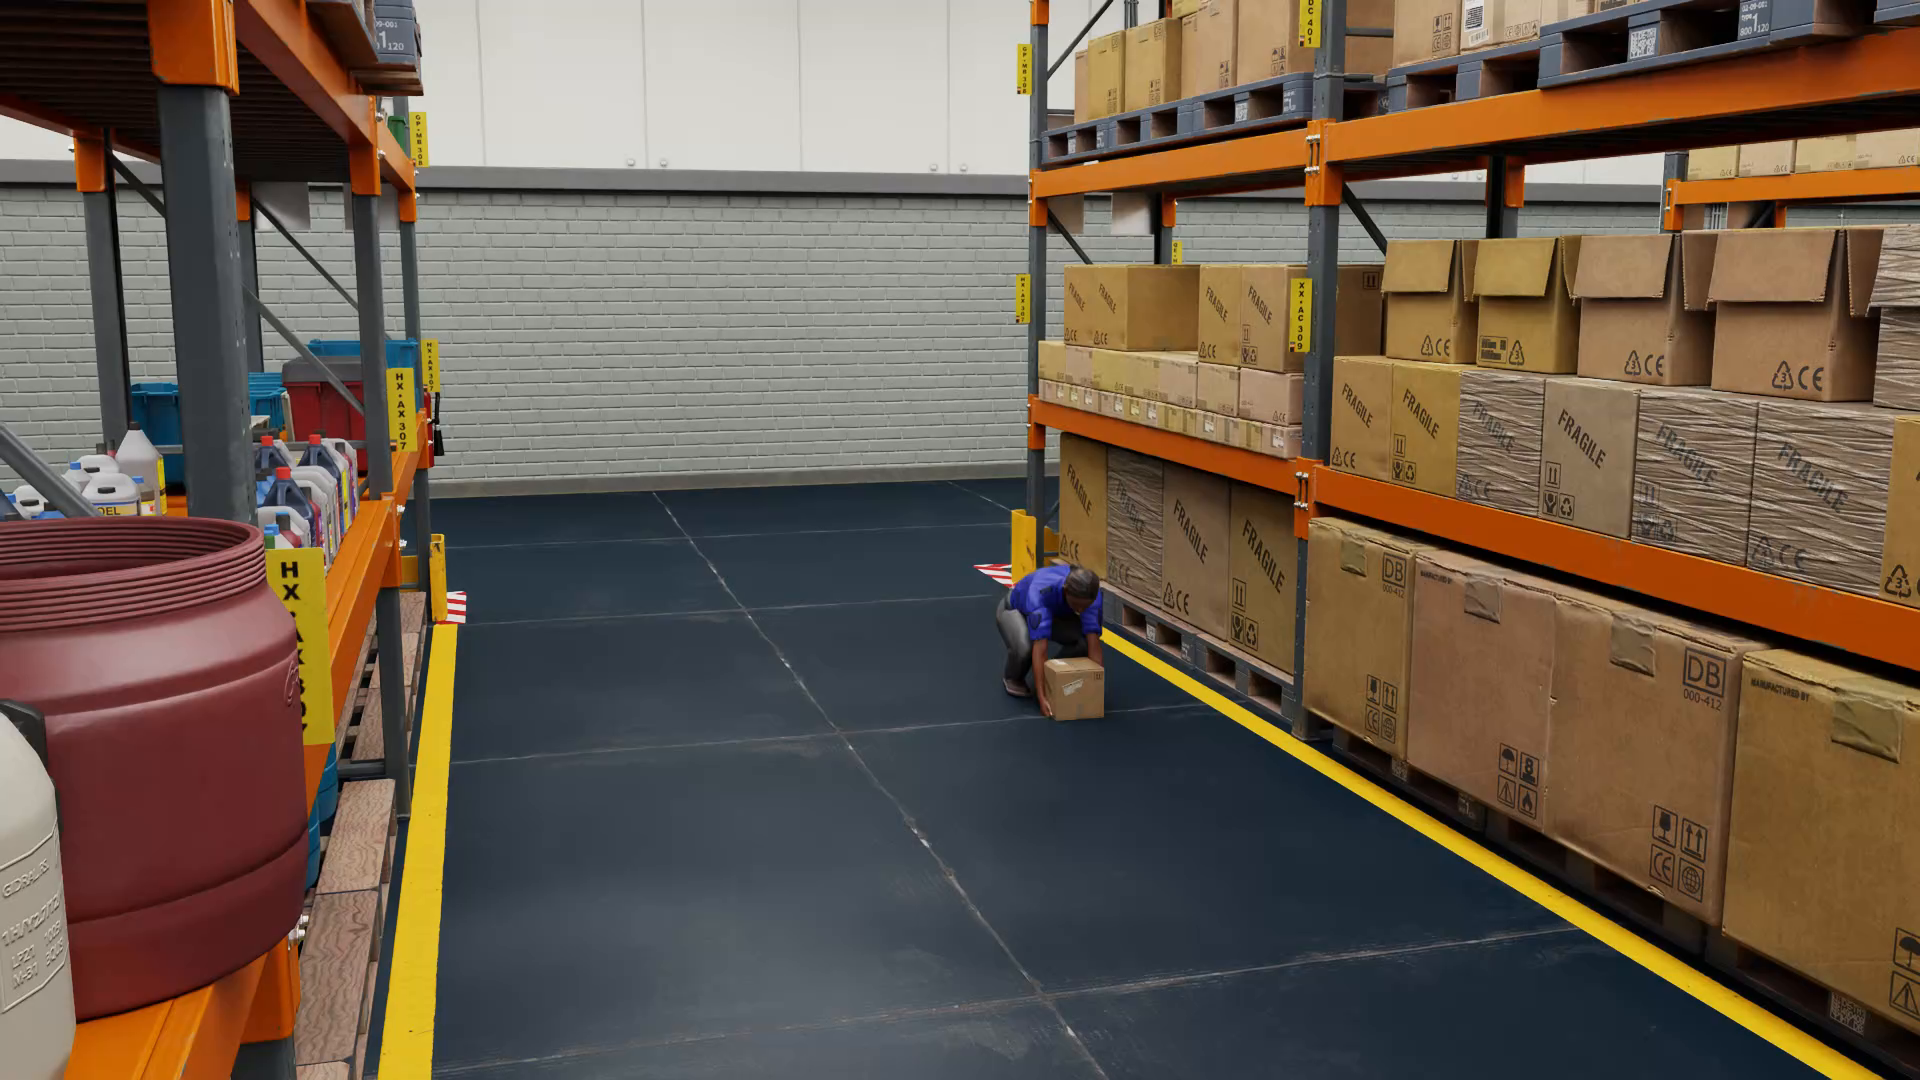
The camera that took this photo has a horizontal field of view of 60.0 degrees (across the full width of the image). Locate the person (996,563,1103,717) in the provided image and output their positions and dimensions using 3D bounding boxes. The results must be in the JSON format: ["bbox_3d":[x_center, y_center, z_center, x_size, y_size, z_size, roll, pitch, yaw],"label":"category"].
[{"bbox_3d":[0.471,0.487,8.519,0.470,0.793,0.833,-3,10,-17],"label":"person"}]
